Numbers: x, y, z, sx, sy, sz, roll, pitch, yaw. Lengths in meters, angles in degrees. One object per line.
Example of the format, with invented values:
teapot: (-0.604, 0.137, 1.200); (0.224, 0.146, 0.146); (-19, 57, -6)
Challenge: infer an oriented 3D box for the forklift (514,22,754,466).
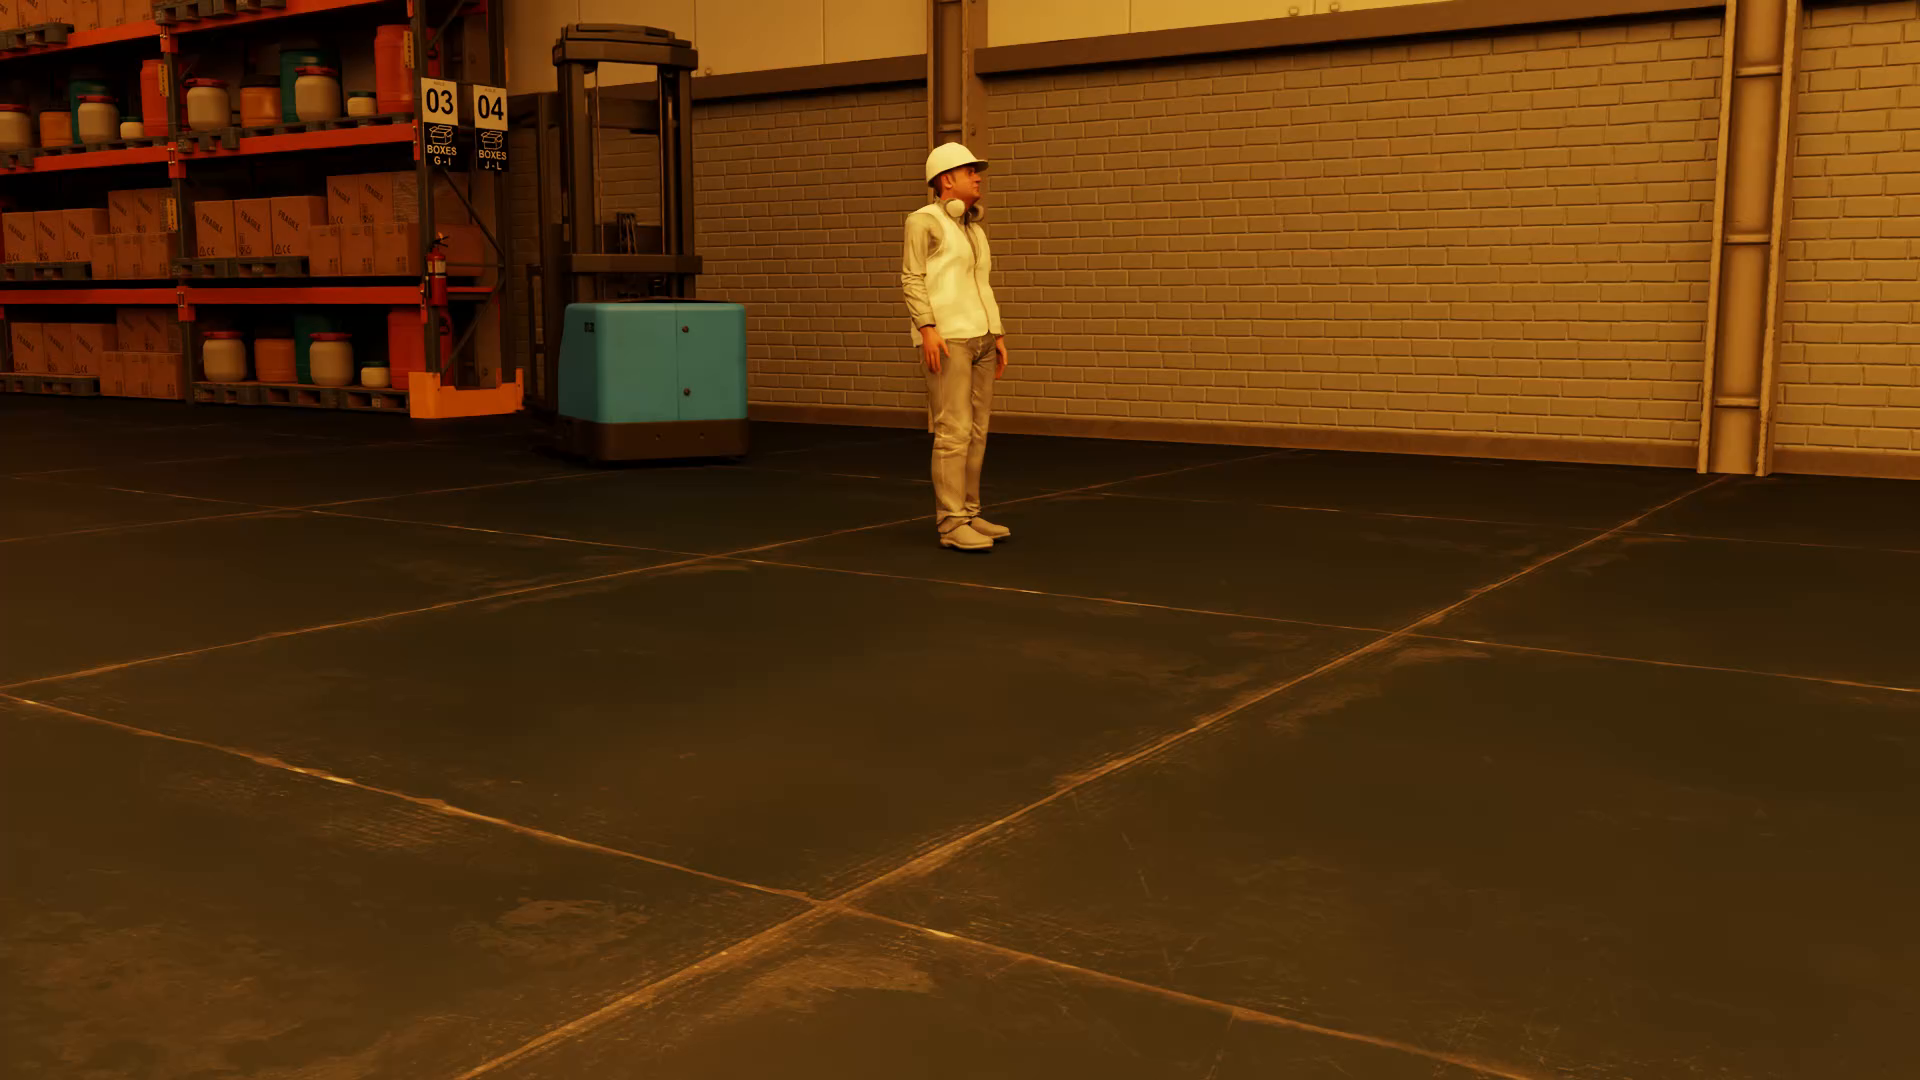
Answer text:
forklift: (-2.522, -2.099, 11.952); (1.130, 2.935, 3.031); (-4, 9, -28)

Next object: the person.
person: (0.047, -0.880, 7.437); (0.568, 1.773, 0.632); (5, 10, 34)
